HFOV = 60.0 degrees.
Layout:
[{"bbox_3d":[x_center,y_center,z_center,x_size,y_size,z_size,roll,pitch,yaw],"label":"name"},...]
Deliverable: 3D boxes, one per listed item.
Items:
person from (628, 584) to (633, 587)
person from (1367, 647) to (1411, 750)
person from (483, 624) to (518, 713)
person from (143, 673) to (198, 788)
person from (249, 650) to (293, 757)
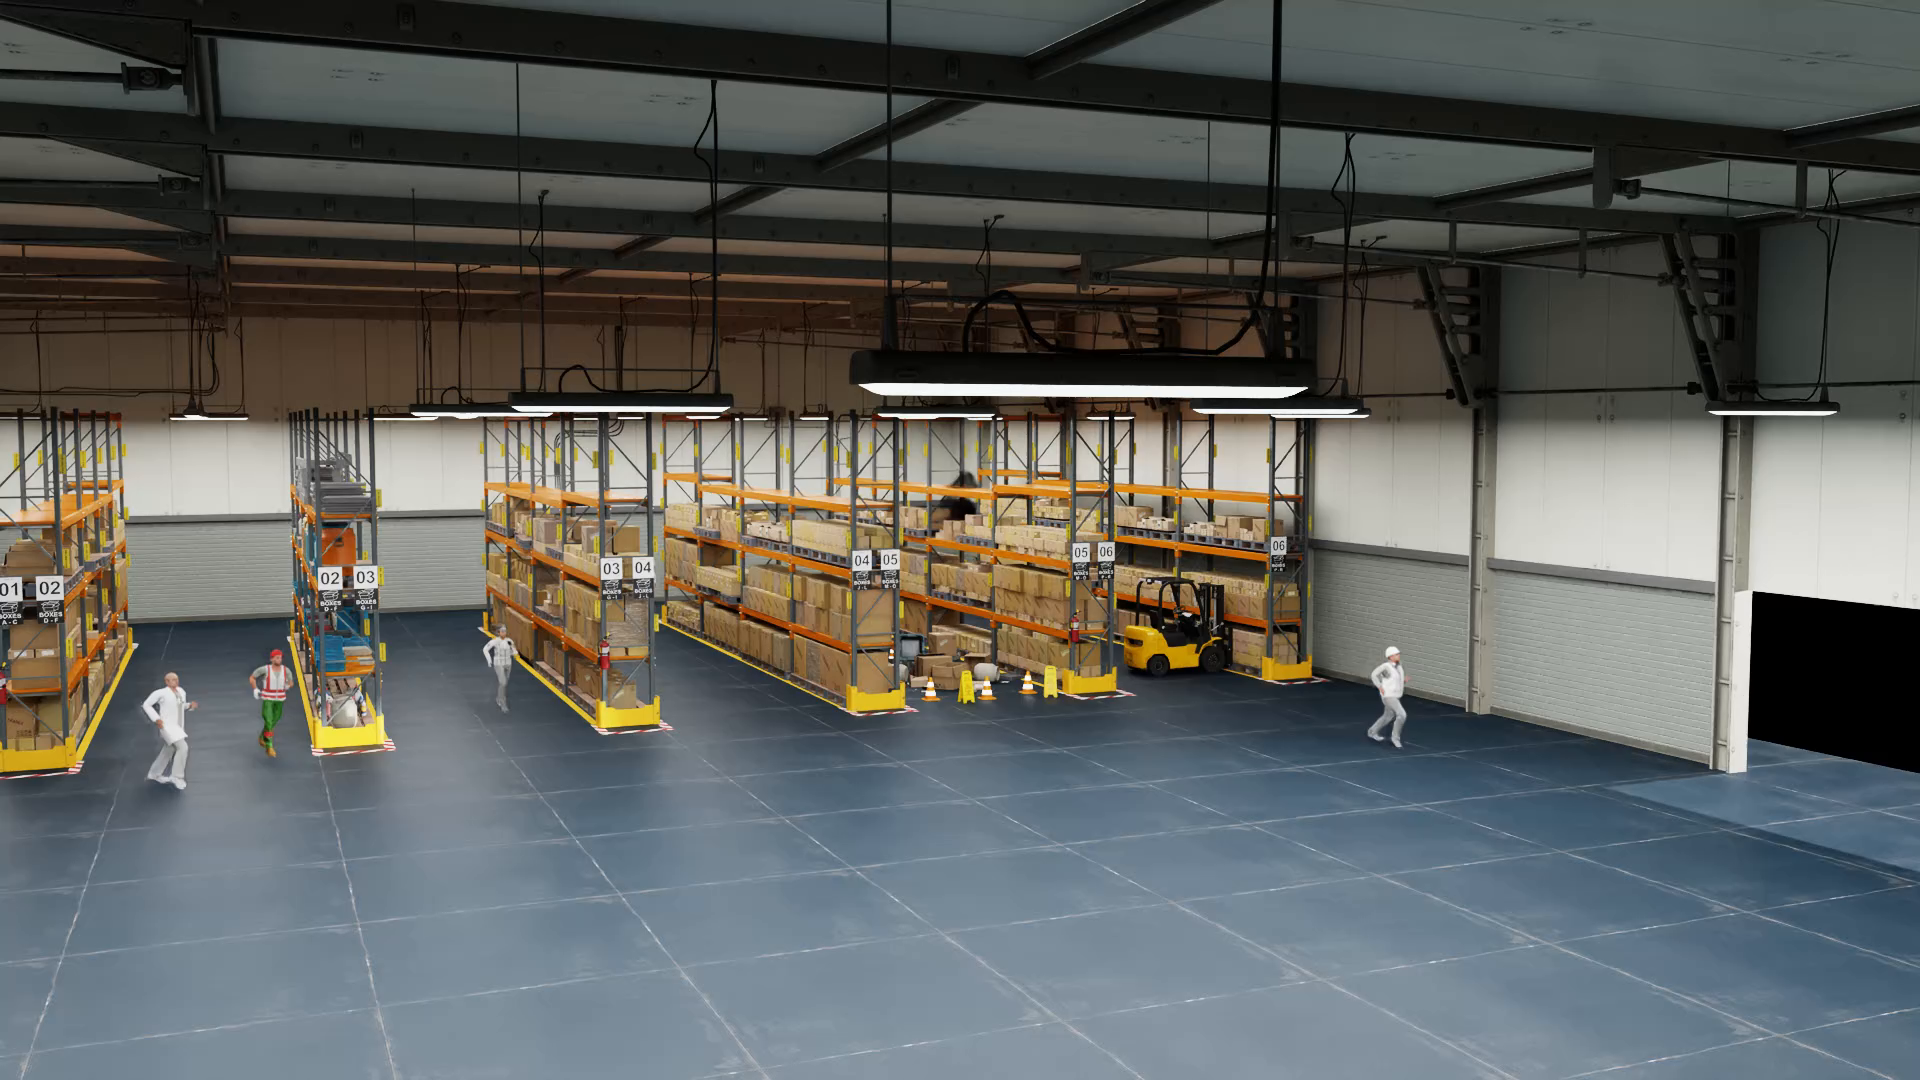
[{"bbox_3d":[-9.447,1.482,48.610,0.853,1.696,0.661,4,5,41],"label":"person"},{"bbox_3d":[7.610,2.791,29.501,0.795,1.820,0.635,3,5,40],"label":"person"},{"bbox_3d":[-9.152,2.548,33.240,0.584,1.753,0.765,-4,5,-43],"label":"person"},{"bbox_3d":[-12.448,3.013,26.271,0.844,1.856,0.649,0,4,6],"label":"person"},{"bbox_3d":[-11.964,2.805,28.995,0.680,1.795,0.931,-4,6,-44],"label":"person"}]
